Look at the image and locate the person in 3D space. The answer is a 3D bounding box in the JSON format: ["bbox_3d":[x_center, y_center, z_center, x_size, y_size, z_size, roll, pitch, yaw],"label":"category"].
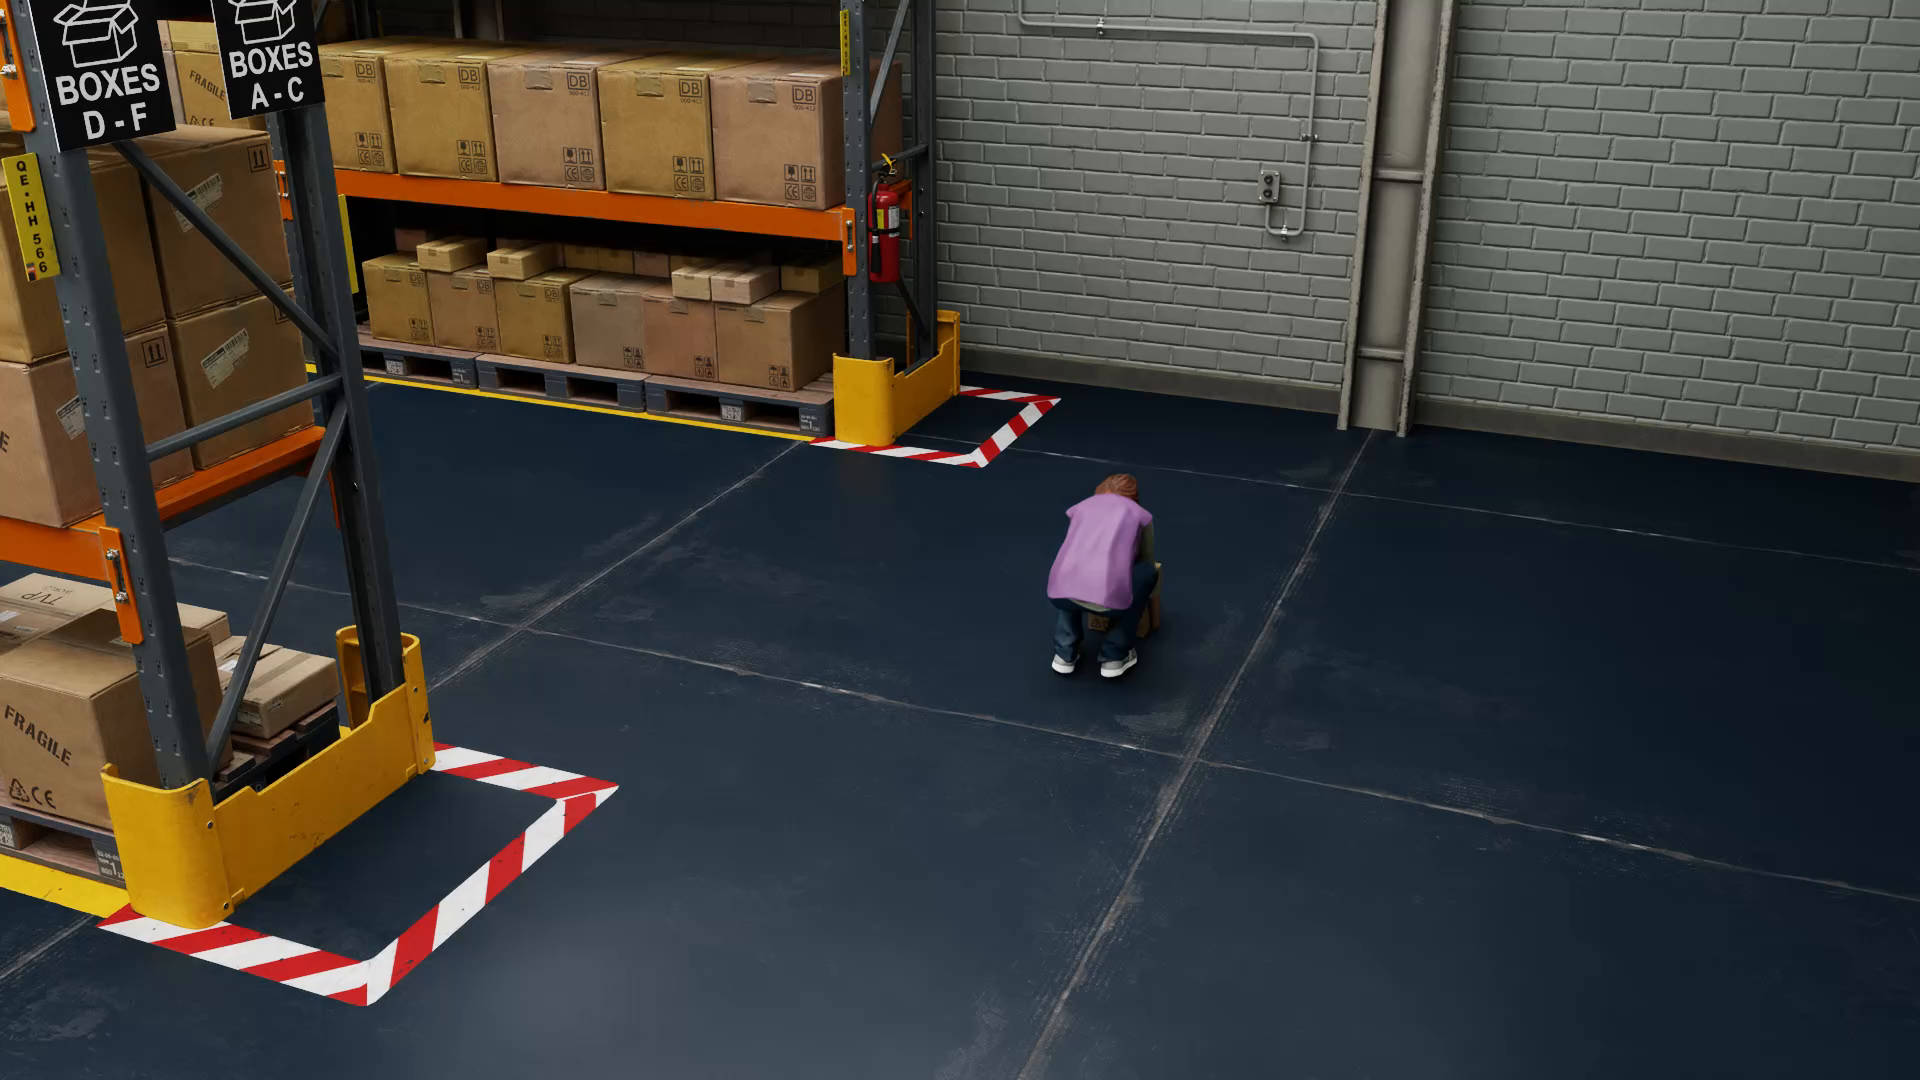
[{"bbox_3d":[0.560,-0.226,6.637,0.435,1.600,0.479,9,24,20],"label":"person"}]
